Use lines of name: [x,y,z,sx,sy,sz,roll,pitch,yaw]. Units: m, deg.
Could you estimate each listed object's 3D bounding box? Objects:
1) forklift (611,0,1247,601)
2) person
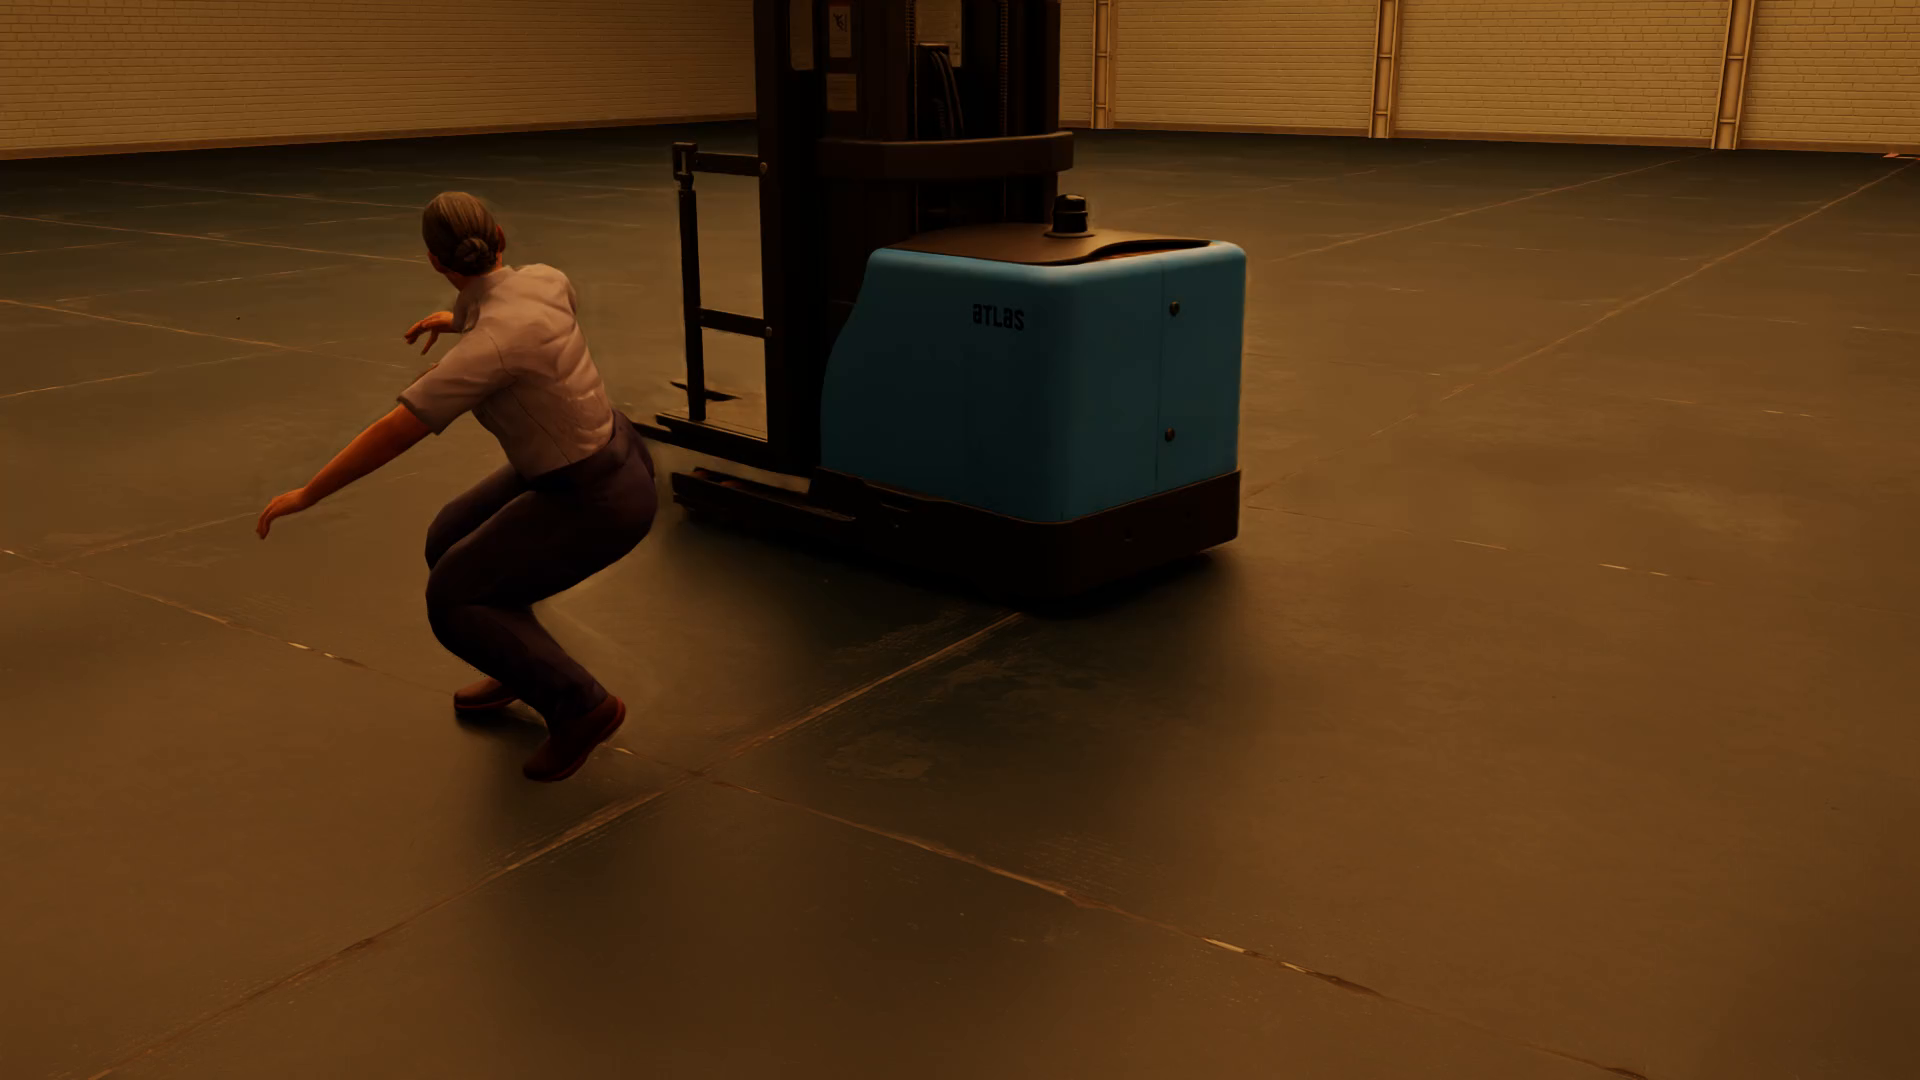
forklift: [-0.440,-1.554,6.029,3.031,2.935,1.130,16,23,42]
person: [-1.184,-0.137,4.049,0.882,1.390,0.739,-3,17,-8]
